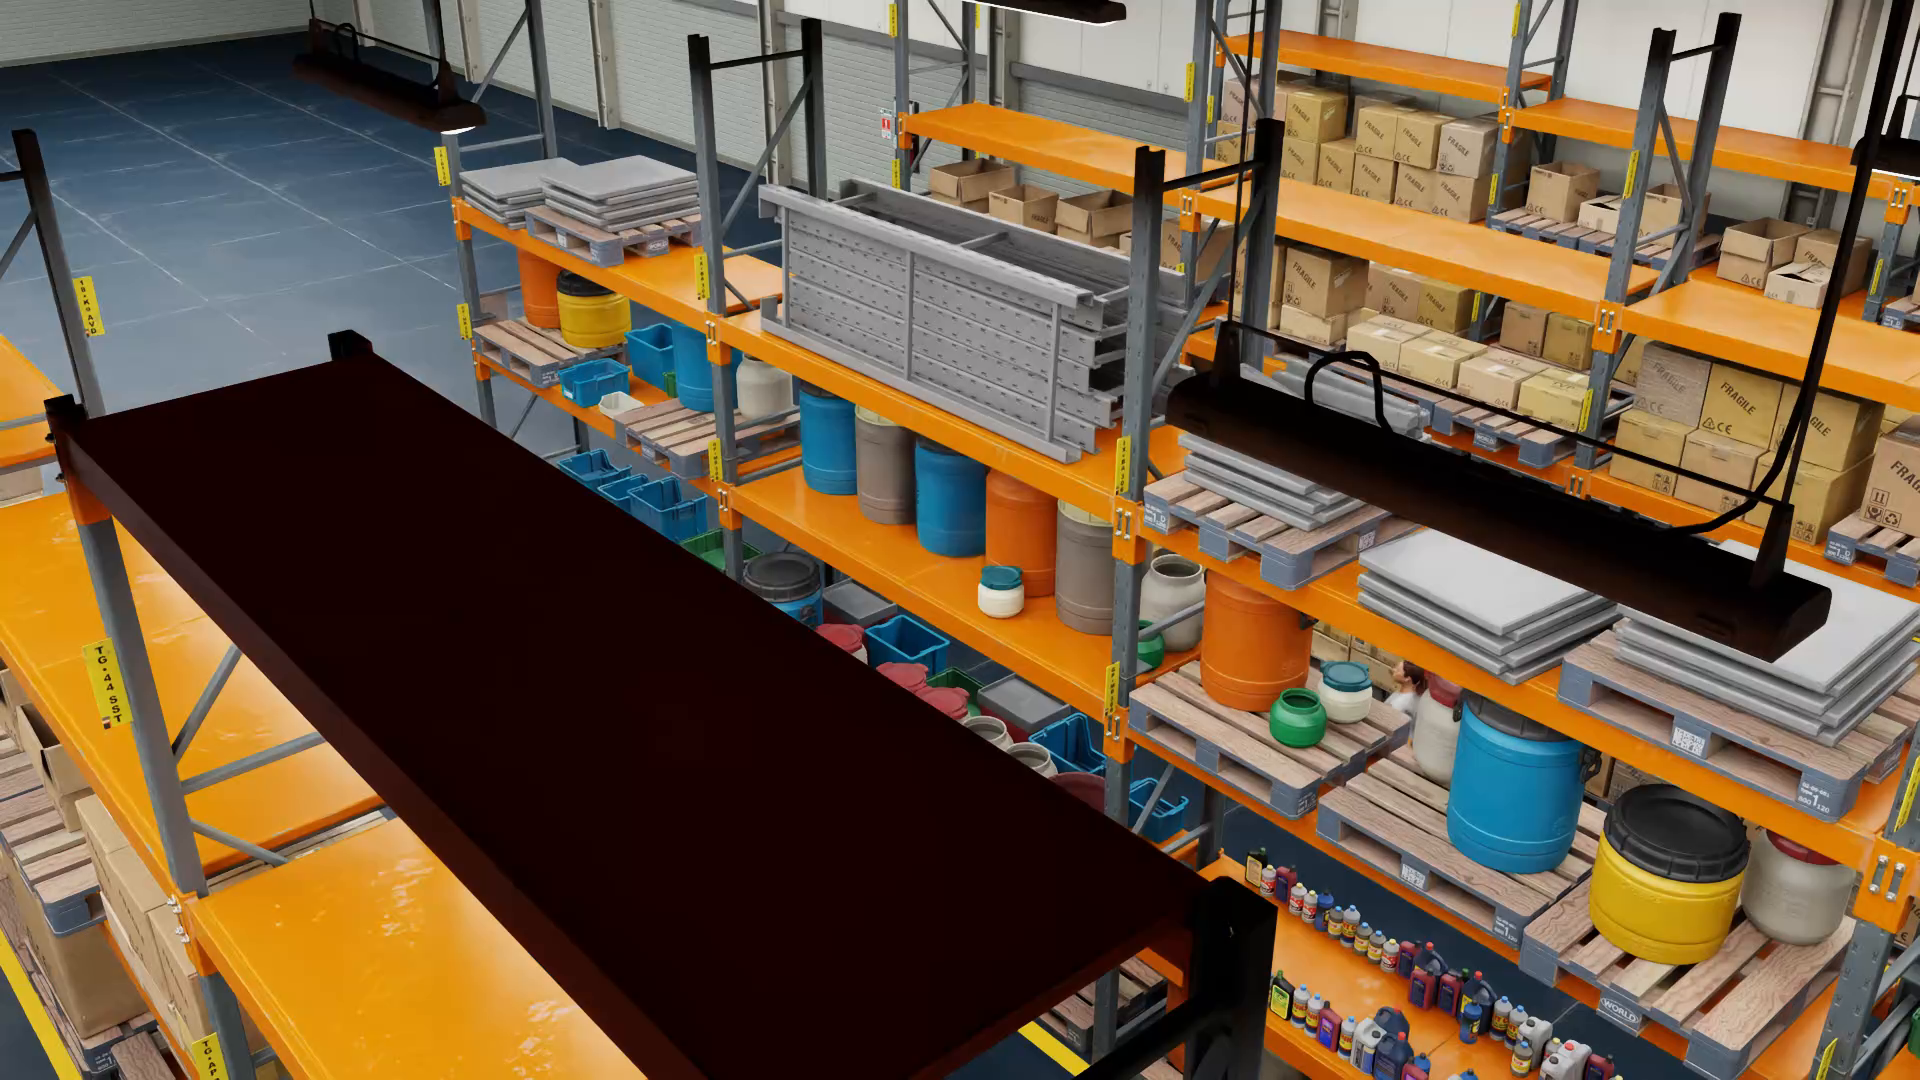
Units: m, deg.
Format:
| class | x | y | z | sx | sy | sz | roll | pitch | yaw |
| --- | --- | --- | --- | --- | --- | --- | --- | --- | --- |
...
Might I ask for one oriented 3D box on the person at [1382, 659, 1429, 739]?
| class | x | y | z | sx | sy | sz | roll | pitch | yaw |
| --- | --- | --- | --- | --- | --- | --- | --- | --- | --- |
| person | 3.264 | 1.550 | 12.686 | 1.044 | 1.599 | 0.502 | 21 | 33 | 35 |
